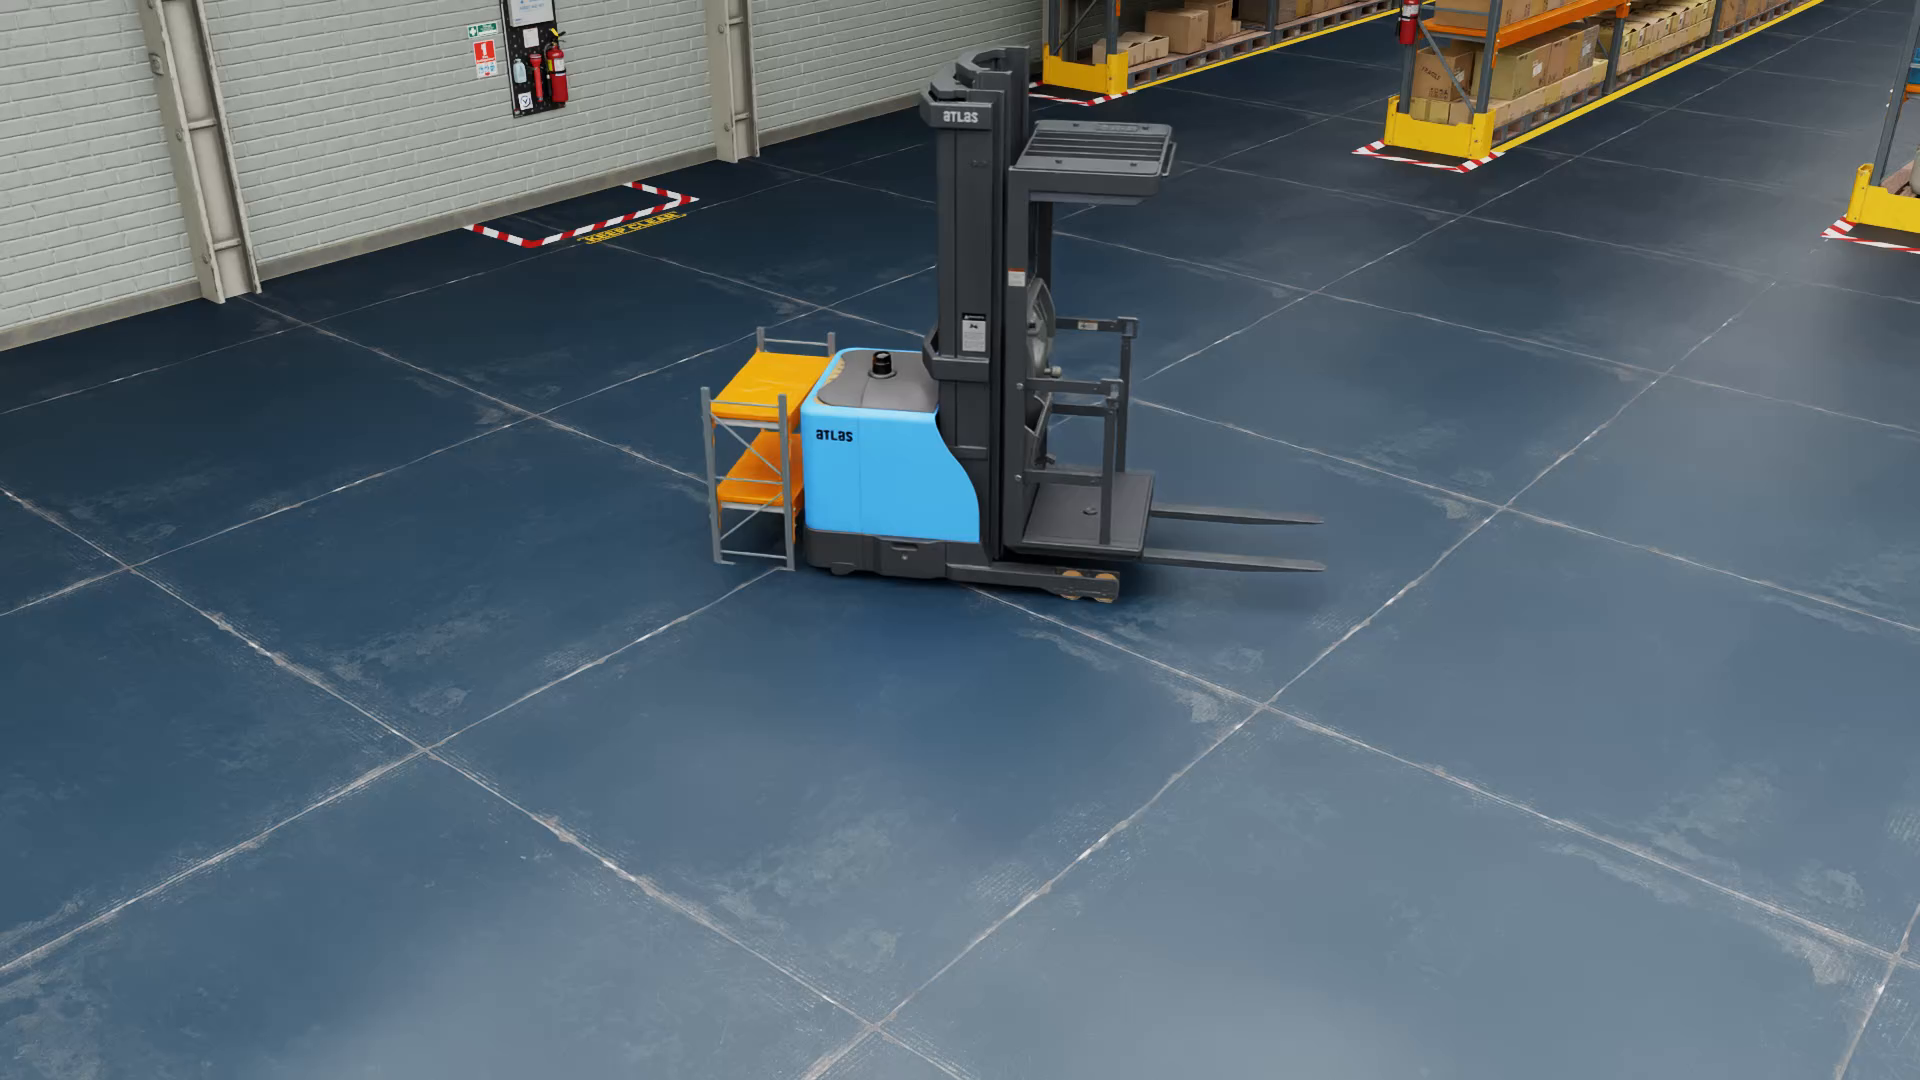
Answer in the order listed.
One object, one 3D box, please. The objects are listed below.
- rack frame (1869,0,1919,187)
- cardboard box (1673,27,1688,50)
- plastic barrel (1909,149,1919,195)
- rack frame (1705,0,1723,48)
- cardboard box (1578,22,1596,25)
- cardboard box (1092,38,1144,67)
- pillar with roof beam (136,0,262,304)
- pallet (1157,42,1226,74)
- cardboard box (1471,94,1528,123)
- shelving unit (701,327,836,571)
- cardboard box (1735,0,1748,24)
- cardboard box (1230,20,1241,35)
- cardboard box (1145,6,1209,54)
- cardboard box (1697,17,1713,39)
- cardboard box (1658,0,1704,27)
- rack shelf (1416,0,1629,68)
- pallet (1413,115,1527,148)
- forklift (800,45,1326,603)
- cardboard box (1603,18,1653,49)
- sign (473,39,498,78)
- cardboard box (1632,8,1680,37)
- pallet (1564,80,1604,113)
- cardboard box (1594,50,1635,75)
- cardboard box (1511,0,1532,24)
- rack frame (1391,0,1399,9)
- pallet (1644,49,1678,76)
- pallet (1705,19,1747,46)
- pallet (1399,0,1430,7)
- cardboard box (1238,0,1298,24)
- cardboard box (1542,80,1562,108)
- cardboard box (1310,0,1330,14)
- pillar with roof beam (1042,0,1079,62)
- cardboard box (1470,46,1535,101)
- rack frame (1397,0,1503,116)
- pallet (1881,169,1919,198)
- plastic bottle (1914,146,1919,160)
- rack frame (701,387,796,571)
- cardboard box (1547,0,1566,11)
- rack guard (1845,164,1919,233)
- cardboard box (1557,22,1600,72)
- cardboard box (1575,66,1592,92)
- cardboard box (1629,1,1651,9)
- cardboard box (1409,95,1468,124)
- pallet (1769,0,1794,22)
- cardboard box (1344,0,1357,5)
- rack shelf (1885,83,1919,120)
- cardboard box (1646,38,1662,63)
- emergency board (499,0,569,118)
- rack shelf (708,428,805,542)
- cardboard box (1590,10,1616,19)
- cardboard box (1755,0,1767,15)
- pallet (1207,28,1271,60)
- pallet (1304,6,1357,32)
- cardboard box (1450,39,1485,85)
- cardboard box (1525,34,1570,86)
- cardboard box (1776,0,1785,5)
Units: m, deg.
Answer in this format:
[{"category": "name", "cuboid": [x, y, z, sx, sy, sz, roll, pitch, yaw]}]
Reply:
[{"category": "rack frame", "cuboid": [9.214, -4.313, 15.322, 1.000, 3.000, 0.127, 21, 34, 34]}, {"category": "cardboard box", "cuboid": [9.689, -6.944, 22.945, 0.500, 0.250, 0.500, 22, 34, 36]}, {"category": "plastic barrel", "cuboid": [9.574, -3.650, 16.291, 0.421, 0.512, 0.421, 0, 27, 0]}, {"category": "rack frame", "cuboid": [10.483, -8.598, 23.606, 1.000, 3.000, 0.127, 21, 34, 34]}, {"category": "cardboard box", "cuboid": [7.975, -6.622, 21.710, 0.500, 0.311, 0.500, 21, 34, 34]}, {"category": "cardboard box", "cuboid": [2.079, -6.428, 21.859, 0.500, 0.311, 0.500, 17, 32, 29]}, {"category": "pillar with roof beam", "cuboid": [-2.964, -4.861, 9.853, 9.100, 9.000, 0.400, 21, 34, 34]}, {"category": "pallet", "cuboid": [2.938, -6.705, 22.981, 1.003, 0.211, 1.213, 21, 34, 34]}, {"category": "cardboard box", "cuboid": [6.222, -5.030, 19.245, 0.500, 0.250, 0.500, 21, 34, 34]}, {"category": "shelving unit", "cuboid": [-1.124, -0.573, 10.133, 0.538, 1.125, 1.048, 5, 28, 11]}, {"category": "cardboard box", "cuboid": [11.322, -7.948, 24.592, 0.500, 0.500, 0.500, 19, 33, 33]}, {"category": "cardboard box", "cuboid": [3.797, -7.365, 23.827, 0.380, 0.166, 0.250, 16, 31, 28]}, {"category": "cardboard box", "cuboid": [2.947, -6.960, 22.681, 0.700, 0.500, 0.500, 18, 33, 31]}, {"category": "cardboard box", "cuboid": [10.337, -7.306, 23.643, 0.500, 0.250, 0.500, 22, 34, 36]}, {"category": "cardboard box", "cuboid": [10.014, -7.369, 23.154, 0.500, 0.311, 0.500, 20, 34, 34]}, {"category": "rack shelf", "cuboid": [6.667, -6.151, 19.659, 1.077, 0.370, 4.000, 21, 34, 34]}, {"category": "pallet", "cuboid": [5.849, -4.807, 19.311, 1.003, 0.211, 1.213, 21, 34, 34]}, {"category": "forklift", "cuboid": [0.644, -1.206, 9.391, 3.031, 2.935, 1.130, 5, 28, 9]}, {"category": "cardboard box", "cuboid": [8.716, -6.644, 21.753, 0.500, 0.311, 0.500, 20, 34, 34]}, {"category": "sign", "cuboid": [-4.502, -4.567, 15.774, 0.001, 0.329, 0.234, 21, 34, 34]}, {"category": "cardboard box", "cuboid": [9.371, -7.013, 22.468, 0.500, 0.311, 0.500, 22, 34, 36]}, {"category": "pallet", "cuboid": [7.401, -5.672, 20.984, 1.003, 0.211, 1.213, 21, 34, 34]}, {"category": "cardboard box", "cuboid": [8.386, -6.216, 21.536, 0.500, 0.250, 0.500, 20, 33, 33]}, {"category": "cardboard box", "cuboid": [6.032, -6.155, 18.775, 0.700, 0.500, 0.500, 22, 34, 36]}, {"category": "rack frame", "cuboid": [6.658, -10.045, 26.402, 1.000, 3.000, 0.127, 21, 34, 34]}, {"category": "pallet", "cuboid": [9.153, -6.649, 22.872, 1.003, 0.211, 1.213, 21, 34, 34]}, {"category": "pallet", "cuboid": [10.987, -7.613, 24.737, 1.003, 0.211, 1.213, 21, 34, 34]}, {"category": "pallet", "cuboid": [7.218, -9.064, 27.540, 1.003, 0.211, 1.213, 21, 34, 34]}, {"category": "cardboard box", "cuboid": [4.569, -7.977, 24.648, 0.700, 0.500, 0.500, 22, 35, 36]}, {"category": "cardboard box", "cuboid": [6.863, -5.383, 19.927, 0.500, 0.250, 0.500, 21, 34, 34]}, {"category": "cardboard box", "cuboid": [5.215, -8.344, 25.357, 0.700, 0.500, 0.500, 21, 34, 35]}, {"category": "pillar with roof beam", "cuboid": [4.669, -9.116, 18.077, 9.100, 9.000, 0.400, 21, 34, 34]}, {"category": "cardboard box", "cuboid": [6.224, -5.363, 19.072, 0.500, 0.500, 0.500, 21, 34, 34]}, {"category": "rack frame", "cuboid": [5.394, -5.762, 18.123, 1.000, 3.000, 0.127, 21, 34, 34]}, {"category": "pallet", "cuboid": [9.747, -3.401, 16.595, 1.003, 0.211, 1.213, 21, 34, 34]}, {"category": "plastic bottle", "cuboid": [10.044, -4.045, 17.370, 0.097, 0.201, 0.097, 0, 27, 0]}, {"category": "rack frame", "cuboid": [-1.229, -0.344, 9.692, 0.500, 1.125, 0.032, 5, 28, 11]}, {"category": "cardboard box", "cuboid": [6.684, -6.518, 19.475, 0.700, 0.500, 0.500, 22, 35, 36]}, {"category": "rack guard", "cuboid": [9.226, -3.243, 15.975, 1.175, 0.500, 0.348, 21, 34, 34]}, {"category": "cardboard box", "cuboid": [7.485, -6.076, 20.450, 0.500, 0.500, 0.500, 21, 34, 34]}, {"category": "cardboard box", "cuboid": [7.487, -5.742, 20.621, 0.500, 0.250, 0.500, 21, 34, 34]}, {"category": "cardboard box", "cuboid": [9.269, -7.344, 23.106, 0.500, 0.311, 0.500, 20, 33, 33]}, {"category": "cardboard box", "cuboid": [5.508, -5.003, 19.193, 0.500, 0.250, 0.500, 21, 34, 34]}, {"category": "pallet", "cuboid": [12.539, -8.478, 26.409, 1.003, 0.211, 1.213, 21, 34, 34]}, {"category": "cardboard box", "cuboid": [5.823, -8.711, 26.065, 0.700, 0.500, 0.500, 21, 34, 34]}, {"category": "rack shelf", "cuboid": [10.486, -4.702, 16.858, 1.077, 0.370, 4.000, 21, 34, 34]}, {"category": "cardboard box", "cuboid": [9.040, -6.581, 22.242, 0.500, 0.250, 0.500, 20, 33, 33]}, {"category": "emergency board", "cuboid": [-4.070, -4.717, 16.103, 0.194, 1.169, 0.643, 21, 34, 34]}, {"category": "rack shelf", "cuboid": [-1.124, -0.356, 10.246, 0.538, 0.278, 1.000, 5, 28, 11]}, {"category": "cardboard box", "cuboid": [8.620, -6.984, 22.411, 0.500, 0.311, 0.500, 21, 34, 34]}, {"category": "cardboard box", "cuboid": [11.973, -8.311, 25.293, 0.500, 0.500, 0.500, 19, 33, 33]}, {"category": "pallet", "cuboid": [3.714, -7.139, 23.821, 1.003, 0.211, 1.213, 21, 34, 34]}, {"category": "pallet", "cuboid": [5.384, -8.099, 25.675, 1.003, 0.211, 1.213, 21, 34, 34]}, {"category": "cardboard box", "cuboid": [6.131, -5.696, 19.715, 0.500, 0.500, 0.500, 21, 34, 34]}, {"category": "cardboard box", "cuboid": [6.863, -5.716, 19.754, 0.500, 0.500, 0.500, 21, 34, 34]}, {"category": "cardboard box", "cuboid": [12.614, -8.670, 25.986, 0.500, 0.500, 0.500, 21, 34, 35]}]
